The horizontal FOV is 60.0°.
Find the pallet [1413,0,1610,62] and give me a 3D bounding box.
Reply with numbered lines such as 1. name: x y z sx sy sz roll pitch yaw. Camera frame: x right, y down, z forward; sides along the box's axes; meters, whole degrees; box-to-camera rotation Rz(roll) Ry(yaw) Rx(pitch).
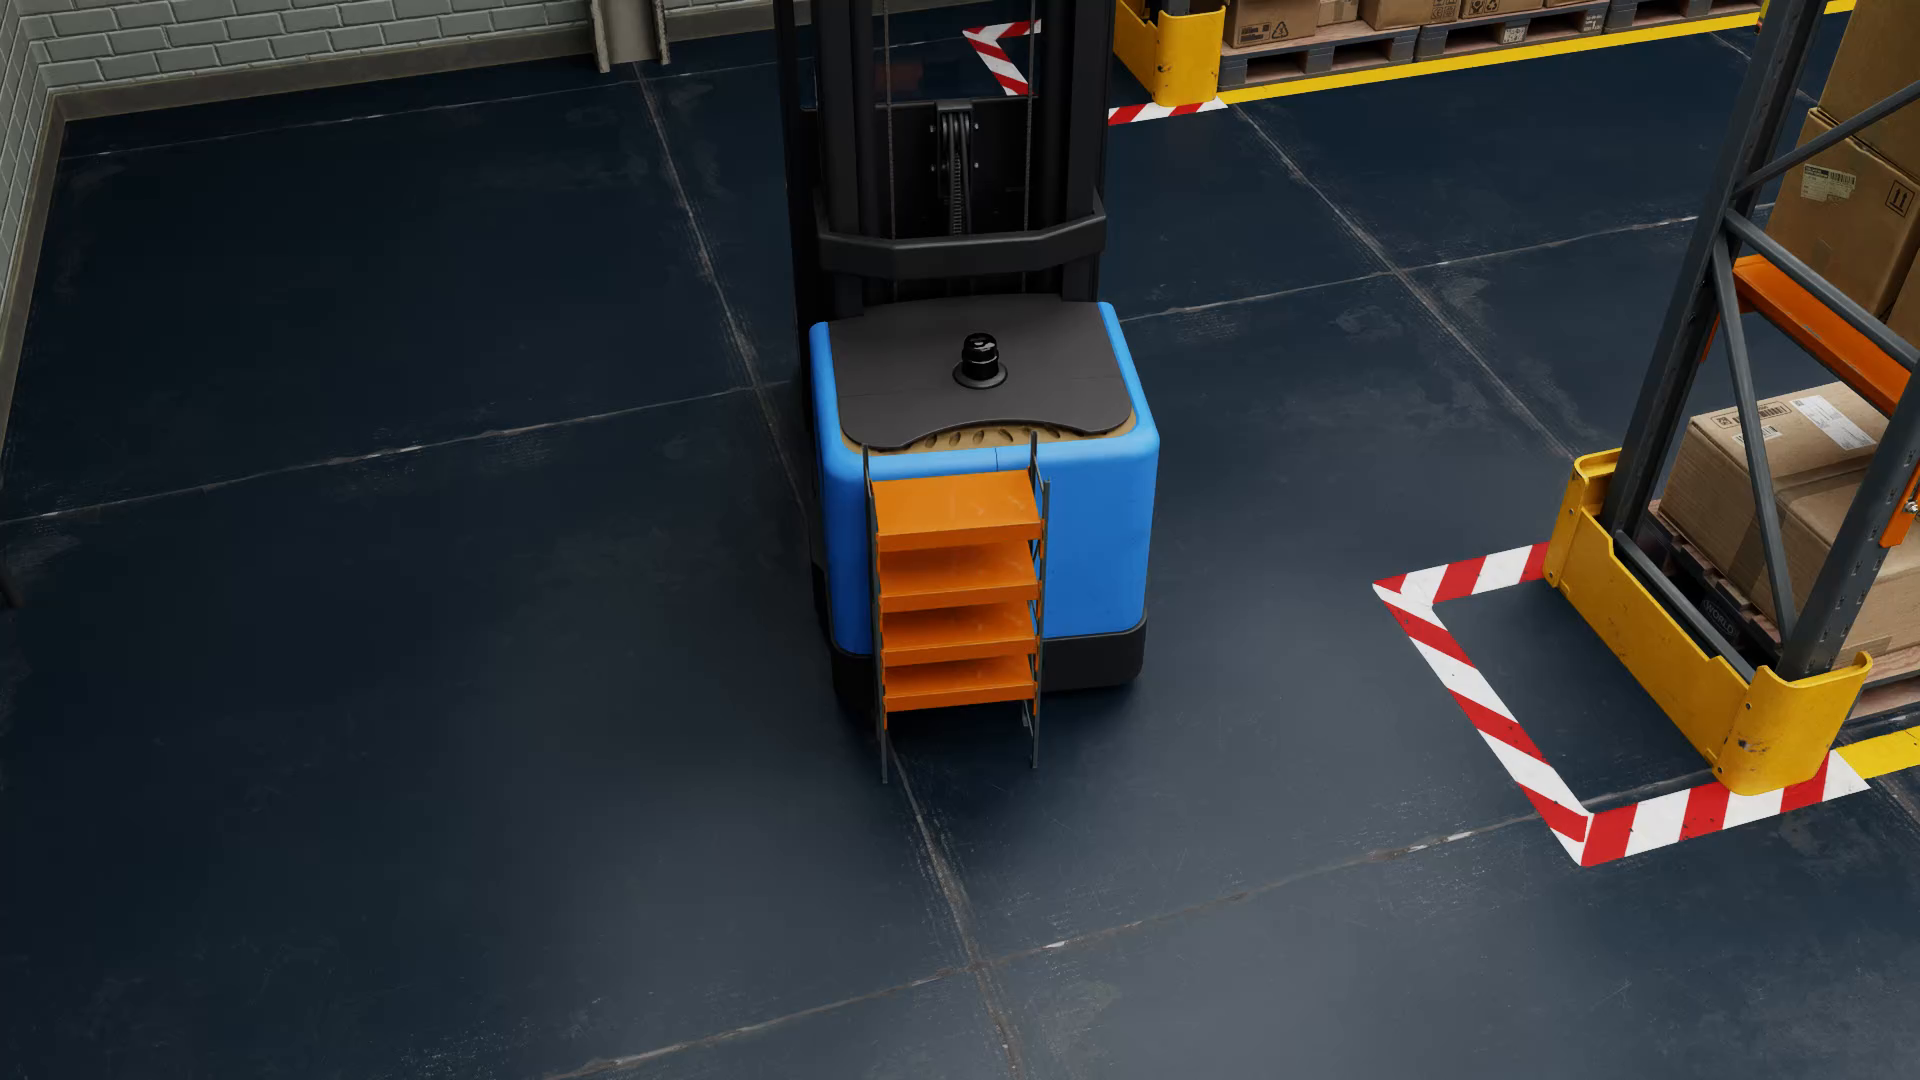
1. pallet: 2.984 -3.182 9.731 1.213 0.211 1.003 -12 42 -13

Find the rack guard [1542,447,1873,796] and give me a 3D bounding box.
1. rack guard: 2.461 0.240 5.595 0.348 0.500 1.175 -12 42 -13

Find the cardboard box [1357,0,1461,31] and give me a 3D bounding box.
1. cardboard box: 2.428 -3.243 9.262 0.500 0.500 0.700 -10 42 -11

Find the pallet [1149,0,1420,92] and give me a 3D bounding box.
1. pallet: 1.822 -2.943 9.458 1.213 0.211 1.003 -12 42 -13

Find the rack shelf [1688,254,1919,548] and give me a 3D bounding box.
1. rack shelf: 4.392 -0.830 5.467 4.000 0.370 1.077 -12 42 -13

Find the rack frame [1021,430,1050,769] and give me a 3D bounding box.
1. rack frame: 0.228 0.214 5.094 0.015 1.200 0.240 -5 41 -6

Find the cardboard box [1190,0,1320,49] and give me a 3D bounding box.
1. cardboard box: 1.601 -3.099 9.096 0.637 0.503 0.797 -13 43 -15

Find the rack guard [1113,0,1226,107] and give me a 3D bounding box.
1. rack guard: 1.062 -2.894 9.182 0.348 0.500 1.175 -12 42 -13

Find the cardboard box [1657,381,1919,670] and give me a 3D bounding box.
1. cardboard box: 3.083 -0.092 5.704 0.875 0.438 0.875 -13 43 -15

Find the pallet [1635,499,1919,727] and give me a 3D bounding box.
1. pallet: 3.223 0.137 5.932 1.213 0.211 1.003 -12 42 -13

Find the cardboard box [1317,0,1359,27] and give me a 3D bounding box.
1. cardboard box: 2.018 -3.025 9.281 0.250 0.149 0.380 -13 43 -15

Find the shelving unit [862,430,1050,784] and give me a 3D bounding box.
1. shelving unit: -0.014 0.234 5.070 0.503 1.200 0.258 -5 41 -6

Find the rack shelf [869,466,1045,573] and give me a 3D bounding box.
1. rack shelf: -0.014 -0.062 4.812 0.480 0.148 0.258 -5 41 -6

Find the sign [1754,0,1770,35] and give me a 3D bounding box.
1. sign: 2.334 -1.574 4.712 0.005 0.325 0.100 -12 42 -13

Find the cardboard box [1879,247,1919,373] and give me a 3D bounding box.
1. cardboard box: 3.028 -0.658 4.647 0.500 0.500 0.500 -12 43 -13

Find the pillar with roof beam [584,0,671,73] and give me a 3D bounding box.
1. pillar with roof beam: -0.560 -3.410 3.314 0.400 9.000 9.100 -12 42 -13

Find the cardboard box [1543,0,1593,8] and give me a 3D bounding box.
1. cardboard box: 3.418 -3.448 9.497 0.500 0.500 0.700 -13 43 -15

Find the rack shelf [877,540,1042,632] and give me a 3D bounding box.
1. rack shelf: -0.014 0.116 4.967 0.480 0.148 0.258 -5 41 -6

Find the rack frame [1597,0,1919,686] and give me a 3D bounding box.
1. rack frame: 2.484 -0.706 4.778 0.127 3.000 1.000 -12 42 -13

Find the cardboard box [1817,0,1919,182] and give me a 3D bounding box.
1. cardboard box: 2.872 -1.365 4.696 0.500 0.500 0.500 -10 42 -12

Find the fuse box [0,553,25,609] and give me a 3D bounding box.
1. fuse box: -3.379 -0.438 5.451 0.414 1.711 0.539 -12 42 -13

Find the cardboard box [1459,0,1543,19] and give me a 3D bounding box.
1. cardboard box: 2.963 -3.284 9.310 0.500 0.500 0.500 -11 42 -12

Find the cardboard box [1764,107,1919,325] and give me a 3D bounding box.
1. cardboard box: 2.864 -1.005 5.044 0.500 0.500 0.500 -11 42 -13

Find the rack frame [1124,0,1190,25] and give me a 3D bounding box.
1. rack frame: 0.989 -3.820 8.342 0.127 3.000 1.000 -12 42 -13

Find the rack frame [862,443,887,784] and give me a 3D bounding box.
1. rack frame: -0.256 0.255 5.047 0.015 1.200 0.240 -5 41 -6

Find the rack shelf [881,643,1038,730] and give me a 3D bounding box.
1. rack shelf: -0.014 0.434 5.245 0.480 0.148 0.258 -5 41 -6

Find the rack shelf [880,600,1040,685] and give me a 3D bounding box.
1. rack shelf: -0.014 0.285 5.114 0.480 0.148 0.258 -5 41 -6

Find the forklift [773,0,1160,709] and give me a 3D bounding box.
1. forklift: -0.080 -1.515 5.757 1.130 2.935 3.031 -5 41 -6

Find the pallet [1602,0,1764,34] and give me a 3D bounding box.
1. pallet: 4.149 -3.425 10.010 1.213 0.211 1.003 -12 42 -13
